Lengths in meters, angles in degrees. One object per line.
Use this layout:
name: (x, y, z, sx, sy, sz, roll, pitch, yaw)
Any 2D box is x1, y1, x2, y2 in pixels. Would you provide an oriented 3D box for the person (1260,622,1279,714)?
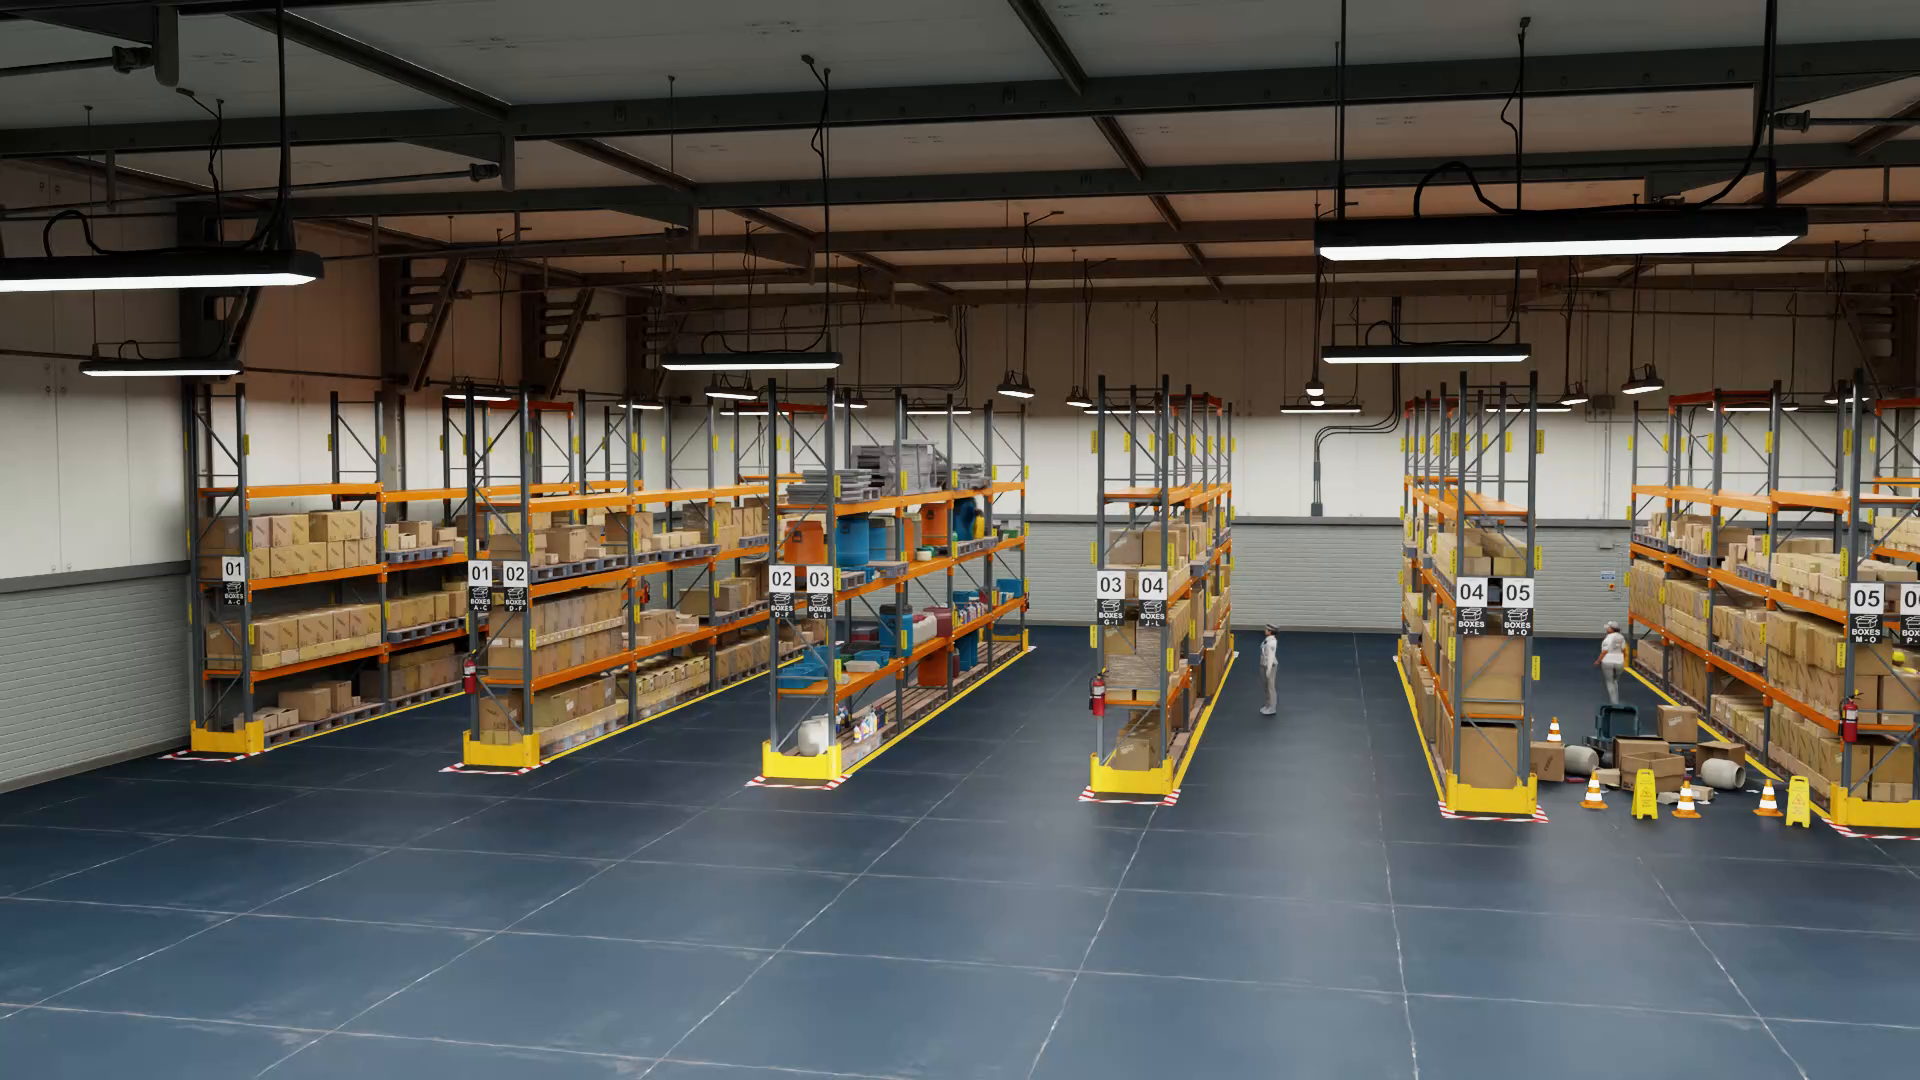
person: (5.769, 2.379, 31.106, 0.404, 1.698, 0.482, -1, 3, -14)

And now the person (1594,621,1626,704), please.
person: (12.330, 2.374, 31.489, 0.558, 1.691, 0.738, 0, 3, -4)

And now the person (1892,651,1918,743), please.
person: (14.868, 2.662, 26.267, 0.753, 1.785, 0.622, 1, 3, 11)
